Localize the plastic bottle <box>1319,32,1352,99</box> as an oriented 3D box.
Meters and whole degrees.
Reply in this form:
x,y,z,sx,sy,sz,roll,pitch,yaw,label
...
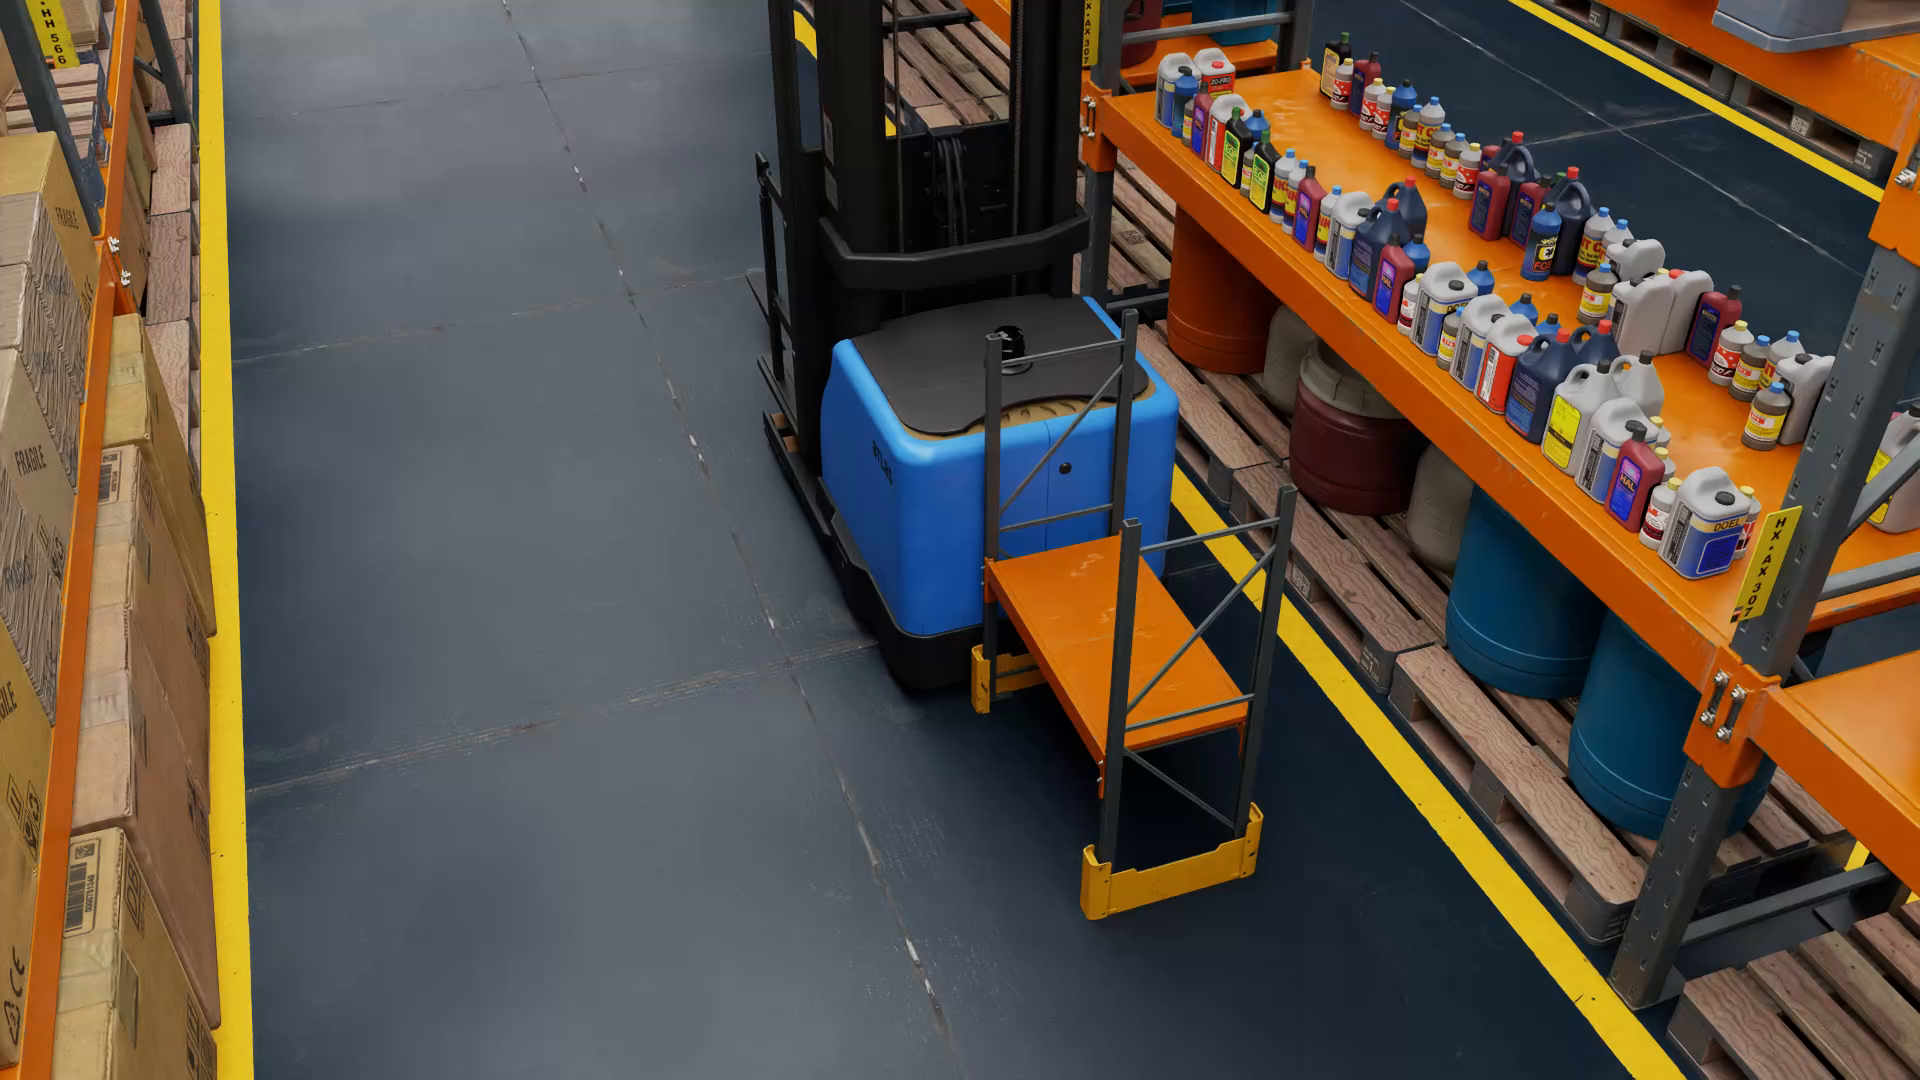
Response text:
x,y,z,sx,sy,sz,roll,pitch,yaw,label
1.590,-2.014,7.028,0.061,0.283,0.133,-12,39,-16,plastic bottle

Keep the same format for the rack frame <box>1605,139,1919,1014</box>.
x,y,z,sx,sy,sz,roll,pitch,yaw,label
2.427,0.059,4.179,1.000,3.000,0.127,-12,39,-16,rack frame

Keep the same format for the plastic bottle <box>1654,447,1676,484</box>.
x,y,z,sx,sy,sz,roll,pitch,yaw,label
1.933,-0.165,4.641,0.097,0.201,0.097,0,37,0,plastic bottle

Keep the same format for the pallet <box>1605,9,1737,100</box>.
x,y,z,sx,sy,sz,roll,pitch,yaw,label
5.040,-3.272,10.918,1.003,0.211,1.213,-12,39,-16,pallet

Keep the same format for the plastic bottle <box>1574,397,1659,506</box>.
x,y,z,sx,sy,sz,roll,pitch,yaw,label
1.862,-0.254,4.697,0.152,0.276,0.135,-12,39,-16,plastic bottle

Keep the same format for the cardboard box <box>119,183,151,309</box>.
x,y,z,sx,sy,sz,roll,pitch,yaw,label
-4.254,-1.356,7.770,0.700,0.500,0.500,-9,38,-12,cardboard box

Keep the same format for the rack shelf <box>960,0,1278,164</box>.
x,y,z,sx,sy,sz,roll,pitch,yaw,label
0.362,-3.043,8.895,1.077,0.370,4.000,-12,39,-16,rack shelf

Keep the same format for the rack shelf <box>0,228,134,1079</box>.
x,y,z,sx,sy,sz,roll,pitch,yaw,label
-2.912,0.242,4.534,1.077,0.370,4.000,-12,39,-16,rack shelf

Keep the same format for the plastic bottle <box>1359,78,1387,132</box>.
x,y,z,sx,sy,sz,roll,pitch,yaw,label
1.692,-1.782,6.788,0.097,0.201,0.097,0,37,0,plastic bottle

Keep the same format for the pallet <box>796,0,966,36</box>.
x,y,z,sx,sy,sz,roll,pitch,yaw,label
-0.518,-3.735,11.533,1.003,0.211,1.213,-12,39,-16,pallet

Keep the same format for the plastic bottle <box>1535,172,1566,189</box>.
x,y,z,sx,sy,sz,roll,pitch,yaw,label
2.093,-1.188,5.932,0.061,0.283,0.133,-12,39,-16,plastic bottle

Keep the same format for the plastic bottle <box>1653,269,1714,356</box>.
x,y,z,sx,sy,sz,roll,pitch,yaw,label
2.307,-0.755,5.362,0.152,0.276,0.135,-12,39,-16,plastic bottle

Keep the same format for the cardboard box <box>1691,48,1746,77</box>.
x,y,z,sx,sy,sz,roll,pitch,yaw,label
4.942,-3.115,10.329,0.500,0.250,0.500,-12,39,-15,cardboard box

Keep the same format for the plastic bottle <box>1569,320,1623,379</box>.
x,y,z,sx,sy,sz,roll,pitch,yaw,label
1.875,-0.507,4.971,0.144,0.351,0.185,-12,39,-16,plastic bottle

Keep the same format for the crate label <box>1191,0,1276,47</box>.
x,y,z,sx,sy,sz,roll,pitch,yaw,label
1.257,-2.449,7.648,0.303,0.233,0.416,-12,39,-16,crate label

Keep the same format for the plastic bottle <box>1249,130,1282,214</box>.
x,y,z,sx,sy,sz,roll,pitch,yaw,label
1.138,-1.366,6.167,0.061,0.283,0.133,-12,39,-16,plastic bottle

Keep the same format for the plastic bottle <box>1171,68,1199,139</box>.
x,y,z,sx,sy,sz,roll,pitch,yaw,label
0.910,-1.767,6.709,0.097,0.271,0.097,0,37,0,plastic bottle

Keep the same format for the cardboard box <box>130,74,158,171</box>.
x,y,z,sx,sy,sz,roll,pitch,yaw,label
-4.785,-2.261,8.970,0.700,0.500,0.500,-15,40,-19,cardboard box

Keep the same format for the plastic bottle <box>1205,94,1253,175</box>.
x,y,z,sx,sy,sz,roll,pitch,yaw,label
1.055,-1.578,6.456,0.152,0.276,0.135,-12,39,-16,plastic bottle

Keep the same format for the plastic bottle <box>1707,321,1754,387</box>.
x,y,z,sx,sy,sz,roll,pitch,yaw,label
2.418,-0.590,5.205,0.097,0.201,0.097,0,37,0,plastic bottle

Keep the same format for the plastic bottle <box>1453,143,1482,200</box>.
x,y,z,sx,sy,sz,roll,pitch,yaw,label
1.927,-1.397,6.277,0.097,0.201,0.097,0,37,0,plastic bottle

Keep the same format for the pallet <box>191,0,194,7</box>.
x,y,z,sx,sy,sz,roll,pitch,yaw,label
-6.080,-4.072,11.980,1.003,0.211,1.213,-12,39,-16,pallet

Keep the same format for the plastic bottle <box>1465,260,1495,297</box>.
x,y,z,sx,sy,sz,roll,pitch,yaw,label
1.673,-0.780,5.399,0.097,0.271,0.097,0,37,0,plastic bottle

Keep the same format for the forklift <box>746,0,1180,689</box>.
x,y,z,sx,sy,sz,roll,pitch,yaw,label
-0.214,-1.528,6.342,1.130,2.935,3.031,-12,39,-16,forklift

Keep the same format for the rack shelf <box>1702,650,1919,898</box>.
x,y,z,sx,sy,sz,roll,pitch,yaw,label
3.115,1.476,2.895,1.077,0.370,4.000,-12,39,-16,rack shelf

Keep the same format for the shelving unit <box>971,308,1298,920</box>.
x,y,z,sx,sy,sz,roll,pitch,yaw,label
0.494,0.223,5.207,0.587,1.500,1.083,-12,39,-16,shelving unit

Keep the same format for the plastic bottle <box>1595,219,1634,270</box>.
x,y,z,sx,sy,sz,roll,pitch,yaw,label
2.213,-0.955,5.632,0.097,0.271,0.097,0,37,0,plastic bottle

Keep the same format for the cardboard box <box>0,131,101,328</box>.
x,y,z,sx,sy,sz,roll,pitch,yaw,label
-3.198,-0.988,5.485,0.500,0.500,0.500,-11,38,-15,cardboard box

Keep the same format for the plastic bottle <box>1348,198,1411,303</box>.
x,y,z,sx,sy,sz,roll,pitch,yaw,label
1.424,-0.995,5.619,0.144,0.351,0.185,-12,39,-16,plastic bottle

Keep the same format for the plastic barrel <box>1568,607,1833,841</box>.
x,y,z,sx,sy,sz,roll,pitch,yaw,label
2.256,0.418,5.096,0.600,0.901,0.708,-12,39,-16,plastic barrel

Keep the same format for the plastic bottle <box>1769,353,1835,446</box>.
x,y,z,sx,sy,sz,roll,pitch,yaw,label
2.499,-0.439,4.942,0.152,0.276,0.135,-12,39,-16,plastic bottle

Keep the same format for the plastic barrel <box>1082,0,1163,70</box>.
x,y,z,sx,sy,sz,roll,pitch,yaw,label
0.606,-2.454,7.402,0.600,0.536,0.708,-12,39,-16,plastic barrel

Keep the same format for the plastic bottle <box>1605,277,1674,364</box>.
x,y,z,sx,sy,sz,roll,pitch,yaw,label
2.164,-0.723,5.320,0.152,0.276,0.135,-12,39,-16,plastic bottle

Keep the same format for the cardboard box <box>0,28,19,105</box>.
x,y,z,sx,sy,sz,roll,pitch,yaw,label
-4.109,-1.974,6.446,0.700,0.500,0.500,-7,38,-9,cardboard box

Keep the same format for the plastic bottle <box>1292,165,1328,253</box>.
x,y,z,sx,sy,sz,roll,pitch,yaw,label
1.251,-1.181,5.921,0.061,0.283,0.133,-12,39,-16,plastic bottle

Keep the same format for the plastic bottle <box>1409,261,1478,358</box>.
x,y,z,sx,sy,sz,roll,pitch,yaw,label
1.562,-0.746,5.350,0.152,0.276,0.135,-12,39,-16,plastic bottle

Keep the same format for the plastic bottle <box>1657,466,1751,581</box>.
x,y,z,sx,sy,sz,roll,pitch,yaw,label
1.988,-0.047,4.423,0.152,0.276,0.135,-12,39,-16,plastic bottle

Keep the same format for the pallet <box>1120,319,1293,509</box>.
x,y,z,sx,sy,sz,roll,pitch,yaw,label
1.361,-0.650,7.438,1.003,0.211,1.213,-12,39,-16,pallet

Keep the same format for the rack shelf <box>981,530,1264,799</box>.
x,y,z,sx,sy,sz,roll,pitch,yaw,label
0.491,0.362,5.322,0.538,0.185,1.000,-12,39,-16,rack shelf

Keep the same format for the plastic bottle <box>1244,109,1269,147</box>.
x,y,z,sx,sy,sz,roll,pitch,yaw,label
1.126,-1.518,6.379,0.097,0.271,0.097,0,37,0,plastic bottle

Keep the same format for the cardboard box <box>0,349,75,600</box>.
x,y,z,sx,sy,sz,roll,pitch,yaw,label
-2.675,-0.125,4.339,0.500,0.500,0.500,-12,39,-15,cardboard box

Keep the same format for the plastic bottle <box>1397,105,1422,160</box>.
x,y,z,sx,sy,sz,roll,pitch,yaw,label
1.793,-1.617,6.569,0.097,0.201,0.097,0,37,0,plastic bottle

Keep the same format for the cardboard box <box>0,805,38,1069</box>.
x,y,z,sx,sy,sz,roll,pitch,yaw,label
-2.147,0.733,3.201,0.500,0.500,0.500,-12,39,-16,cardboard box

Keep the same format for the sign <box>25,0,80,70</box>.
x,y,z,sx,sy,sz,roll,pitch,yaw,label
-3.080,-1.755,5.624,0.100,0.325,0.005,-12,39,-16,sign

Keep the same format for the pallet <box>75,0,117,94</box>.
x,y,z,sx,sy,sz,roll,pitch,yaw,label
-4.320,-2.208,7.348,1.003,0.211,1.213,-12,39,-16,pallet

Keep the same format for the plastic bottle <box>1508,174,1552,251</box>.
x,y,z,sx,sy,sz,roll,pitch,yaw,label
2.036,-1.176,5.915,0.061,0.283,0.133,-12,39,-16,plastic bottle

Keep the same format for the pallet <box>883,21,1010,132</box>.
x,y,z,sx,sy,sz,roll,pitch,yaw,label
-0.019,-2.911,10.439,1.003,0.211,1.213,-12,39,-16,pallet

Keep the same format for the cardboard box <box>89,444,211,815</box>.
x,y,z,sx,sy,sz,roll,pitch,yaw,label
-3.083,0.405,5.136,1.225,0.875,0.875,-12,39,-16,cardboard box

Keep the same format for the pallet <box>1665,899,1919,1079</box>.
x,y,z,sx,sy,sz,roll,pitch,yaw,label
2.716,1.580,4.477,1.003,0.211,1.213,-12,39,-16,pallet

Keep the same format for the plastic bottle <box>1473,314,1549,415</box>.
x,y,z,sx,sy,sz,roll,pitch,yaw,label
1.689,-0.539,5.075,0.152,0.276,0.135,-12,39,-16,plastic bottle

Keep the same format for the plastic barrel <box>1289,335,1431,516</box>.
x,y,z,sx,sy,sz,roll,pitch,yaw,label
1.623,-0.494,6.569,0.600,0.588,0.708,-12,39,-16,plastic barrel
